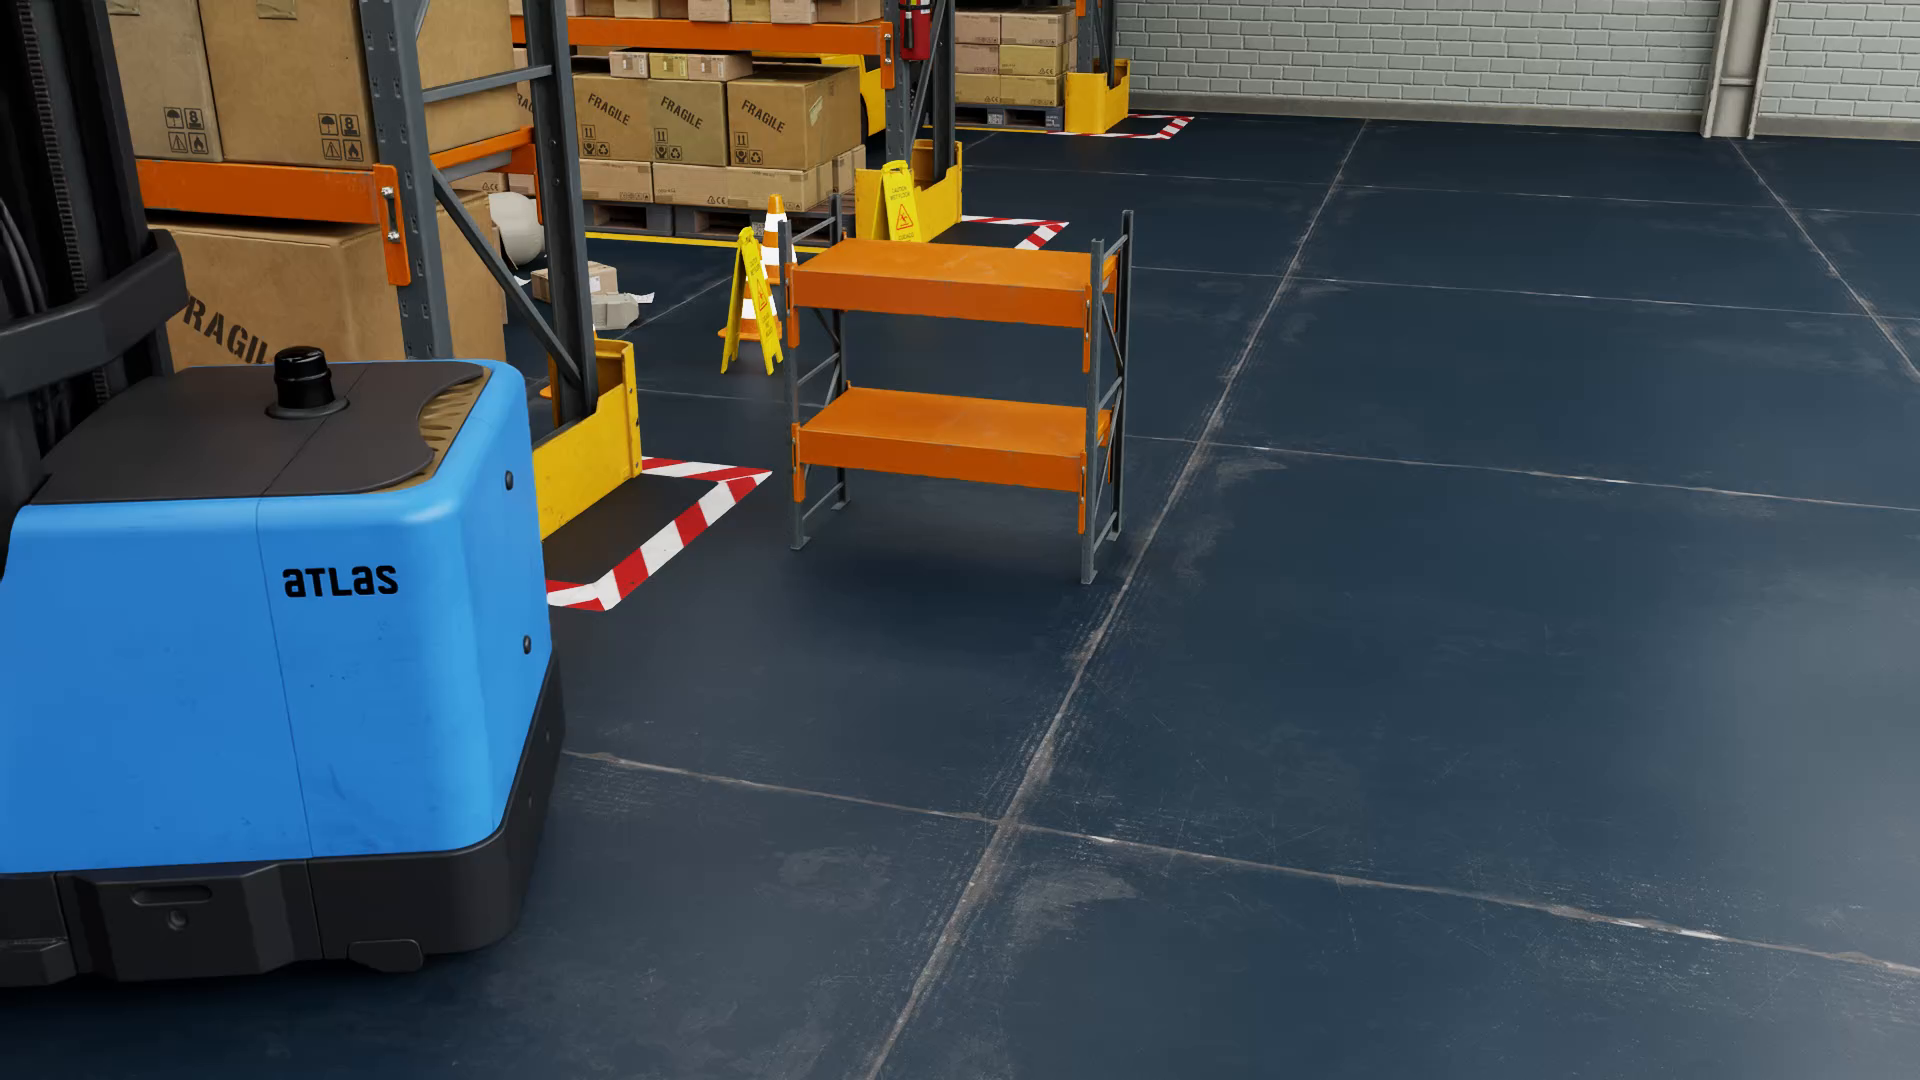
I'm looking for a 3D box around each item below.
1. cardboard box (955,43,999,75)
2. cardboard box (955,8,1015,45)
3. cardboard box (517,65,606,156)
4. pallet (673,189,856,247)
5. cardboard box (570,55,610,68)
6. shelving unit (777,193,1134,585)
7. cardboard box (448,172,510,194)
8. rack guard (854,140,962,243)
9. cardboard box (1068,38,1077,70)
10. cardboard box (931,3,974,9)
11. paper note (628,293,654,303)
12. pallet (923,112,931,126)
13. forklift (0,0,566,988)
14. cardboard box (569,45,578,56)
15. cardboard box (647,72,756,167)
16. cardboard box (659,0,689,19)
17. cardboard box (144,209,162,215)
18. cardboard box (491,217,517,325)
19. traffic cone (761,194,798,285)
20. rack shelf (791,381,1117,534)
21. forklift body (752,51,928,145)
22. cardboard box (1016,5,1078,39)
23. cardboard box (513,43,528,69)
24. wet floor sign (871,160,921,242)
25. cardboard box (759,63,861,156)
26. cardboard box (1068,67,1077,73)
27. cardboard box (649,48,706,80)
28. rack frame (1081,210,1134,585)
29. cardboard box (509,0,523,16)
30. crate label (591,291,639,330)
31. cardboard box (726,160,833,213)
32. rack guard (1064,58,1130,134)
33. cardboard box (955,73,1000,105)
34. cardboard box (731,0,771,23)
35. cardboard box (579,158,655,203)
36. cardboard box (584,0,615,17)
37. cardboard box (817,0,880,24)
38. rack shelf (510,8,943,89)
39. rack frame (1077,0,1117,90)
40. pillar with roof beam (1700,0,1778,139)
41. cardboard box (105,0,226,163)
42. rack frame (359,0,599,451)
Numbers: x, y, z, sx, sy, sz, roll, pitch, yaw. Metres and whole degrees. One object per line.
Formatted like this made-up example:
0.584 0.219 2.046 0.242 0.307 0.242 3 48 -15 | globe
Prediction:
0.164 -4.245 14.578 0.500 0.250 0.500 6 23 15 | cardboard box
0.175 -4.469 14.464 0.500 0.250 0.500 7 23 16 | cardboard box
-2.564 -2.722 10.535 0.500 0.500 0.500 8 24 18 | cardboard box
-1.074 -2.109 10.634 1.213 0.211 1.003 7 23 16 | pallet
-2.443 -2.919 11.015 0.500 0.500 0.500 8 24 18 | cardboard box
-0.006 -0.521 5.558 1.048 1.125 0.538 7 23 16 | shelving unit
-3.062 -2.433 10.818 0.500 0.250 0.500 8 24 19 | cardboard box
-0.306 -2.141 10.331 0.348 0.500 1.175 7 23 16 | rack guard
0.807 -4.373 14.890 0.500 0.250 0.500 7 23 16 | cardboard box
-0.164 -4.711 15.056 0.500 0.250 0.500 6 23 15 | cardboard box
-1.713 -1.296 8.889 0.142 0.019 0.148 -1 22 -3 | paper note
-0.712 -4.006 15.258 1.213 0.211 1.003 7 23 15 | pallet
-2.501 -0.574 3.308 3.031 2.935 1.130 -2 22 -5 | forklift
-3.876 -4.768 16.017 0.625 0.625 0.875 6 23 15 | cardboard box
-1.576 -2.607 10.255 0.500 0.500 0.500 7 23 17 | cardboard box
-1.627 -3.256 10.086 0.250 0.149 0.380 7 23 16 | cardboard box
-3.078 -0.837 6.104 0.875 0.875 0.875 6 23 15 | cardboard box
-2.646 -1.407 8.537 0.637 0.503 0.797 -9 24 -21 | cardboard box
-1.018 -1.694 9.290 0.334 0.463 0.336 7 23 16 | traffic cone
-0.006 -0.295 5.651 1.000 0.278 0.538 7 23 16 | rack shelf
-1.145 -4.245 13.286 1.214 2.155 2.313 7 23 16 | forklift body
0.791 -4.599 14.782 0.500 0.250 0.500 6 23 15 | cardboard box
-2.722 -3.014 10.393 0.250 0.149 0.380 8 24 19 | cardboard box
-0.360 -1.790 9.284 0.232 0.644 0.267 16 27 34 | wet floor sign
-0.949 -2.750 10.602 0.500 0.500 0.500 6 23 14 | cardboard box
0.783 -4.140 14.980 0.500 0.250 0.500 7 23 16 | cardboard box
-1.686 -2.896 10.104 0.250 0.149 0.380 7 23 16 | cardboard box
0.480 -0.465 5.422 0.032 1.125 0.500 7 23 16 | rack frame
-2.632 -3.317 10.234 0.250 0.149 0.380 7 23 16 | cardboard box
-1.783 -1.166 8.433 0.298 0.136 0.250 -5 23 -12 | crate label
-1.108 -2.205 10.262 0.500 0.250 0.500 6 23 15 | cardboard box
1.220 -3.934 14.702 0.348 0.500 1.175 7 23 16 | rack guard
0.182 -4.010 14.663 0.500 0.250 0.500 7 23 15 | cardboard box
-1.167 -3.160 9.851 0.250 0.149 0.380 6 23 15 | cardboard box
-2.081 -2.317 10.536 0.500 0.250 0.500 6 23 14 | cardboard box
-2.111 -3.311 10.220 0.250 0.149 0.380 7 23 16 | cardboard box
-0.653 -3.136 9.794 0.250 0.149 0.380 7 23 17 | cardboard box
-2.148 -3.176 10.507 4.000 0.370 1.077 7 23 16 | rack shelf
1.197 -5.093 14.234 0.127 3.000 1.000 7 23 16 | rack frame
5.291 -6.050 8.663 0.400 9.000 9.100 7 23 16 | pillar with roof beam
-2.468 -1.626 5.583 0.550 0.550 0.875 7 23 16 | cardboard box
-1.566 -1.480 5.425 0.127 3.000 1.000 7 23 16 | rack frame
